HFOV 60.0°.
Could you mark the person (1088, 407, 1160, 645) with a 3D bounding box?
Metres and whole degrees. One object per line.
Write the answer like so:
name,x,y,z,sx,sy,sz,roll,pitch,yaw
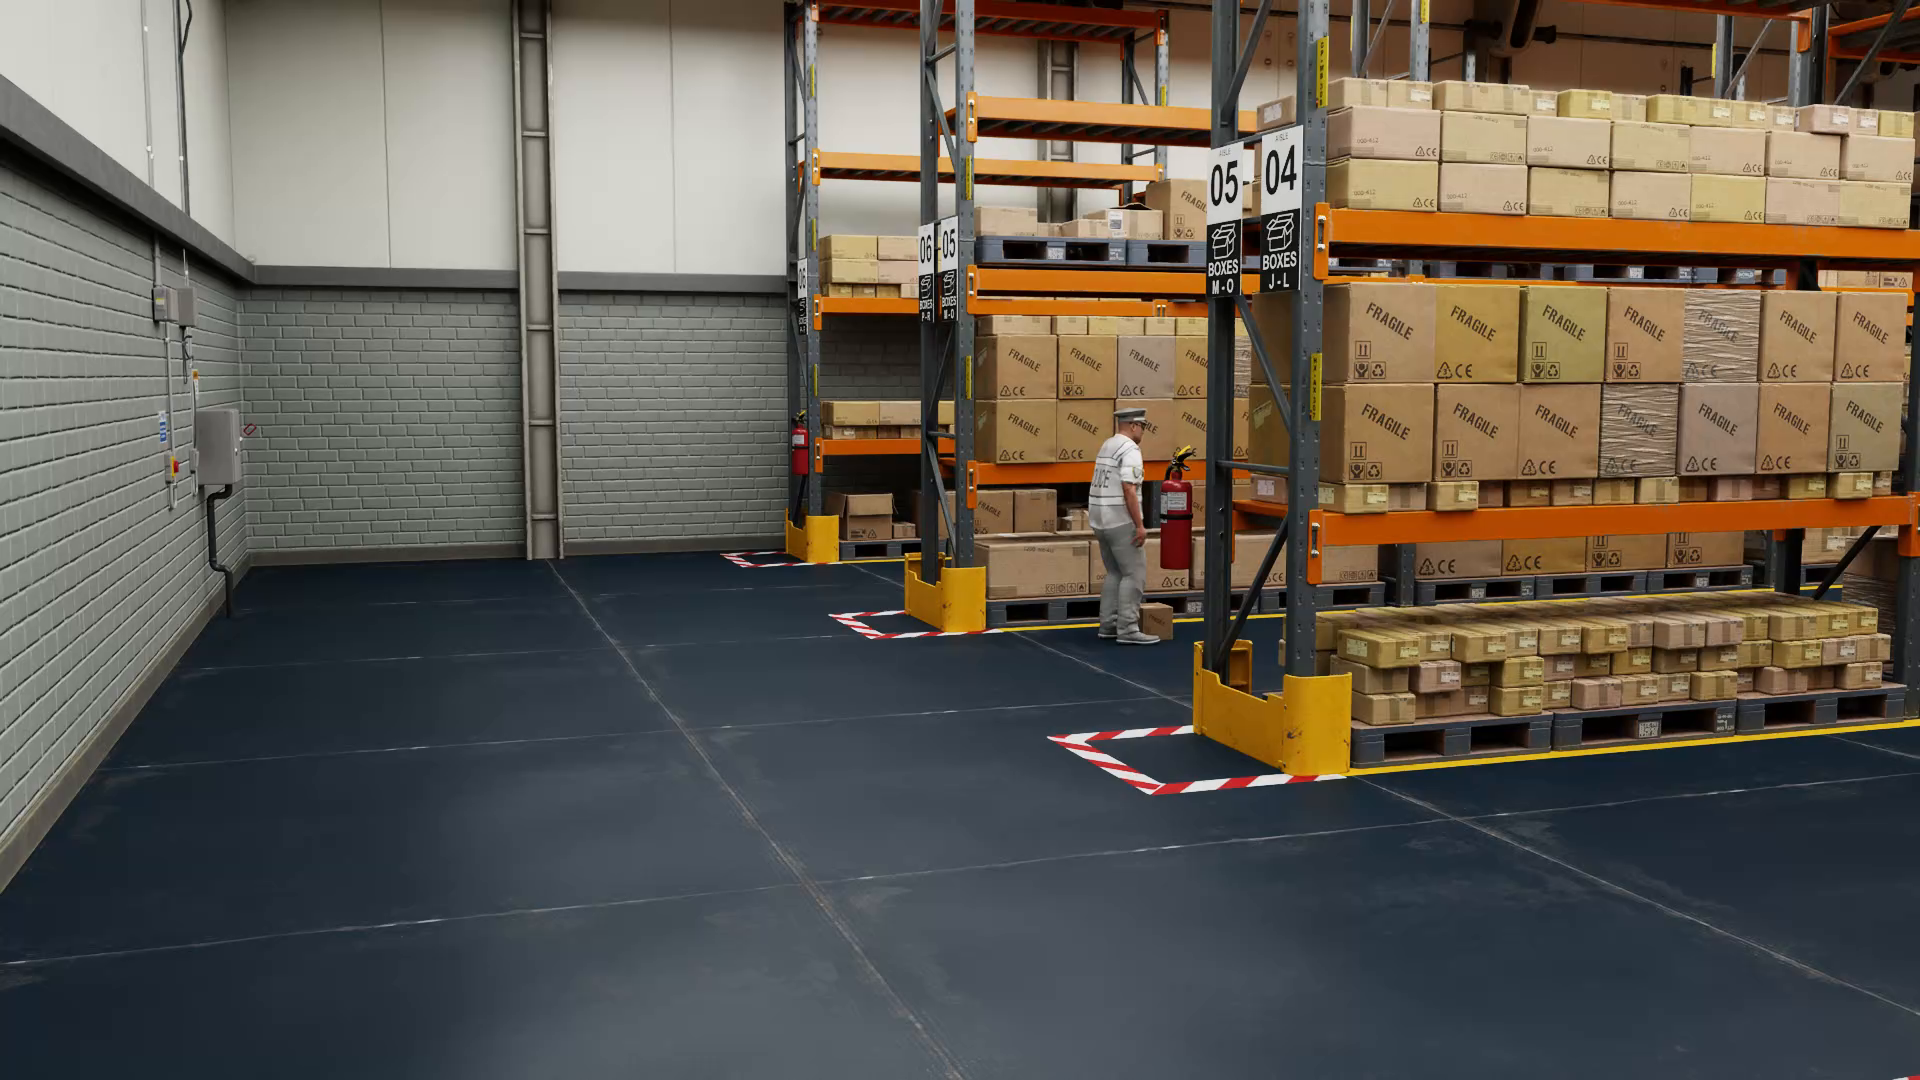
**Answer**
person,1.201,-0.112,12.424,0.443,1.744,0.585,-2,6,-19
